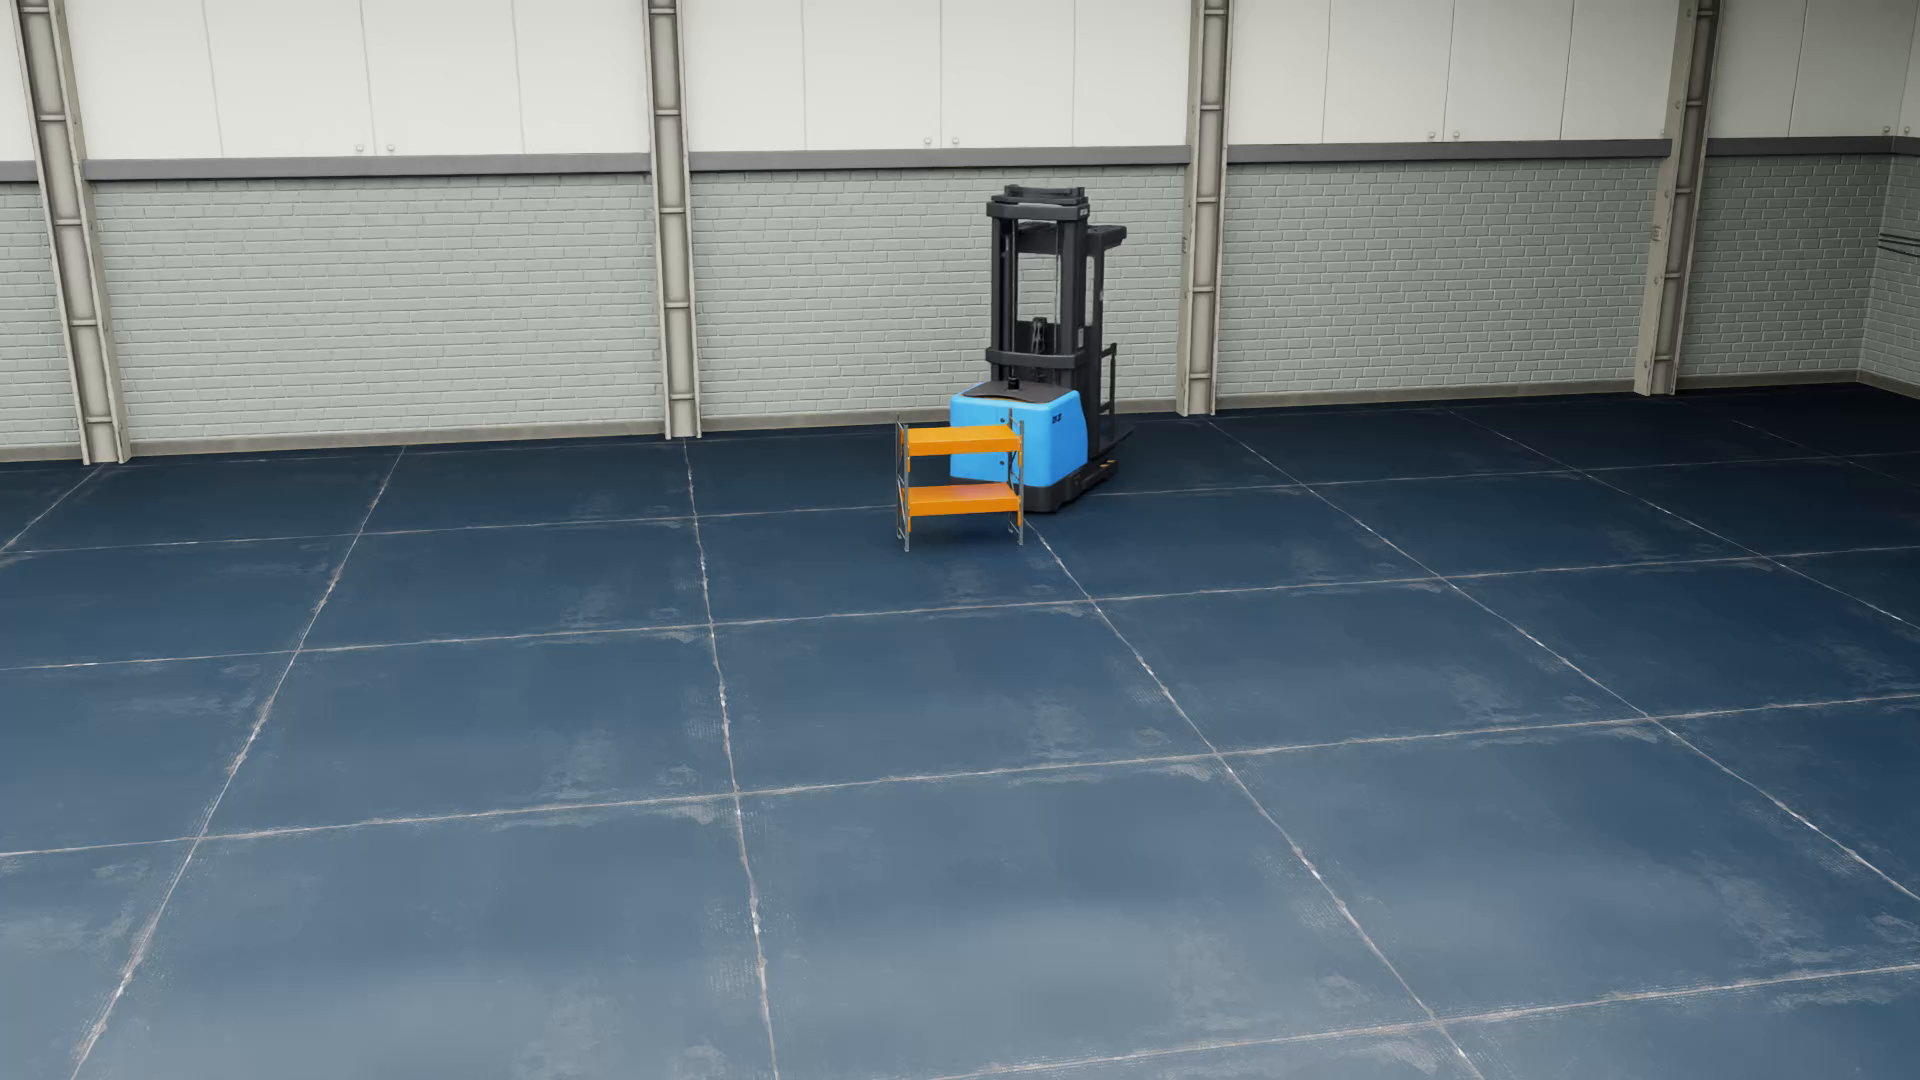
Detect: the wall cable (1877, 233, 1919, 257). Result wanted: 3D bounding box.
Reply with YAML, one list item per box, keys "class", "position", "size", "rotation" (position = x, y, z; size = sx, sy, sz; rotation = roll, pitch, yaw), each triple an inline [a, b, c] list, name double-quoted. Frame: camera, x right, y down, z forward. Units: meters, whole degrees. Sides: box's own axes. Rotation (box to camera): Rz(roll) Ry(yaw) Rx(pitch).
- class: "wall cable"
  position: [11.825, -4.445, 19.245]
  size: [0.112, 2.526, 3.097]
  rotation: [-3, 17, -10]

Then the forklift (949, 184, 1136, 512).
- class: "forklift"
  position: [0.969, -2.048, 16.486]
  size: [1.130, 2.935, 3.031]
  rotation: [8, 19, 24]

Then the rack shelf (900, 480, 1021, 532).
- class: "rack shelf"
  position: [-0.007, -0.304, 14.717]
  size: [1.000, 0.278, 0.538]
  rotation: [-3, 17, -10]

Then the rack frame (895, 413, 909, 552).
- class: "rack frame"
  position: [-0.506, -0.509, 14.553]
  size: [0.032, 1.125, 0.500]
  rotation: [-3, 17, -10]

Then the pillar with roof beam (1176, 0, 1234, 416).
- class: "pillar with roof beam"
  position: [3.607, -4.571, 14.367]
  size: [0.400, 9.000, 9.100]
  rotation: [-3, 17, -10]

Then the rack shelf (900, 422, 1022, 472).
- class: "rack shelf"
  position: [-0.007, -0.817, 14.559]
  size: [1.000, 0.278, 0.538]
  rotation: [-3, 17, -10]

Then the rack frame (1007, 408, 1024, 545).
- class: "rack frame"
  position: [0.492, -0.566, 14.738]
  size: [0.032, 1.125, 0.500]
  rotation: [-3, 17, -10]

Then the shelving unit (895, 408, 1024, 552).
- class: "shelving unit"
  position: [-0.007, -0.537, 14.645]
  size: [1.048, 1.125, 0.538]
  rotation: [-3, 17, -10]

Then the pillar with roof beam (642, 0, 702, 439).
- class: "pillar with roof beam"
  position: [-2.284, -4.237, 13.279]
  size: [0.400, 9.000, 9.100]
  rotation: [-3, 17, -10]

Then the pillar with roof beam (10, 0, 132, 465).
- class: "pillar with roof beam"
  position: [-8.175, -3.902, 12.191]
  size: [0.400, 9.000, 9.100]
  rotation: [-3, 17, -10]

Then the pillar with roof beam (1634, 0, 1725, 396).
- class: "pillar with roof beam"
  position: [9.498, -4.905, 15.455]
  size: [0.400, 9.000, 9.100]
  rotation: [-3, 17, -10]
